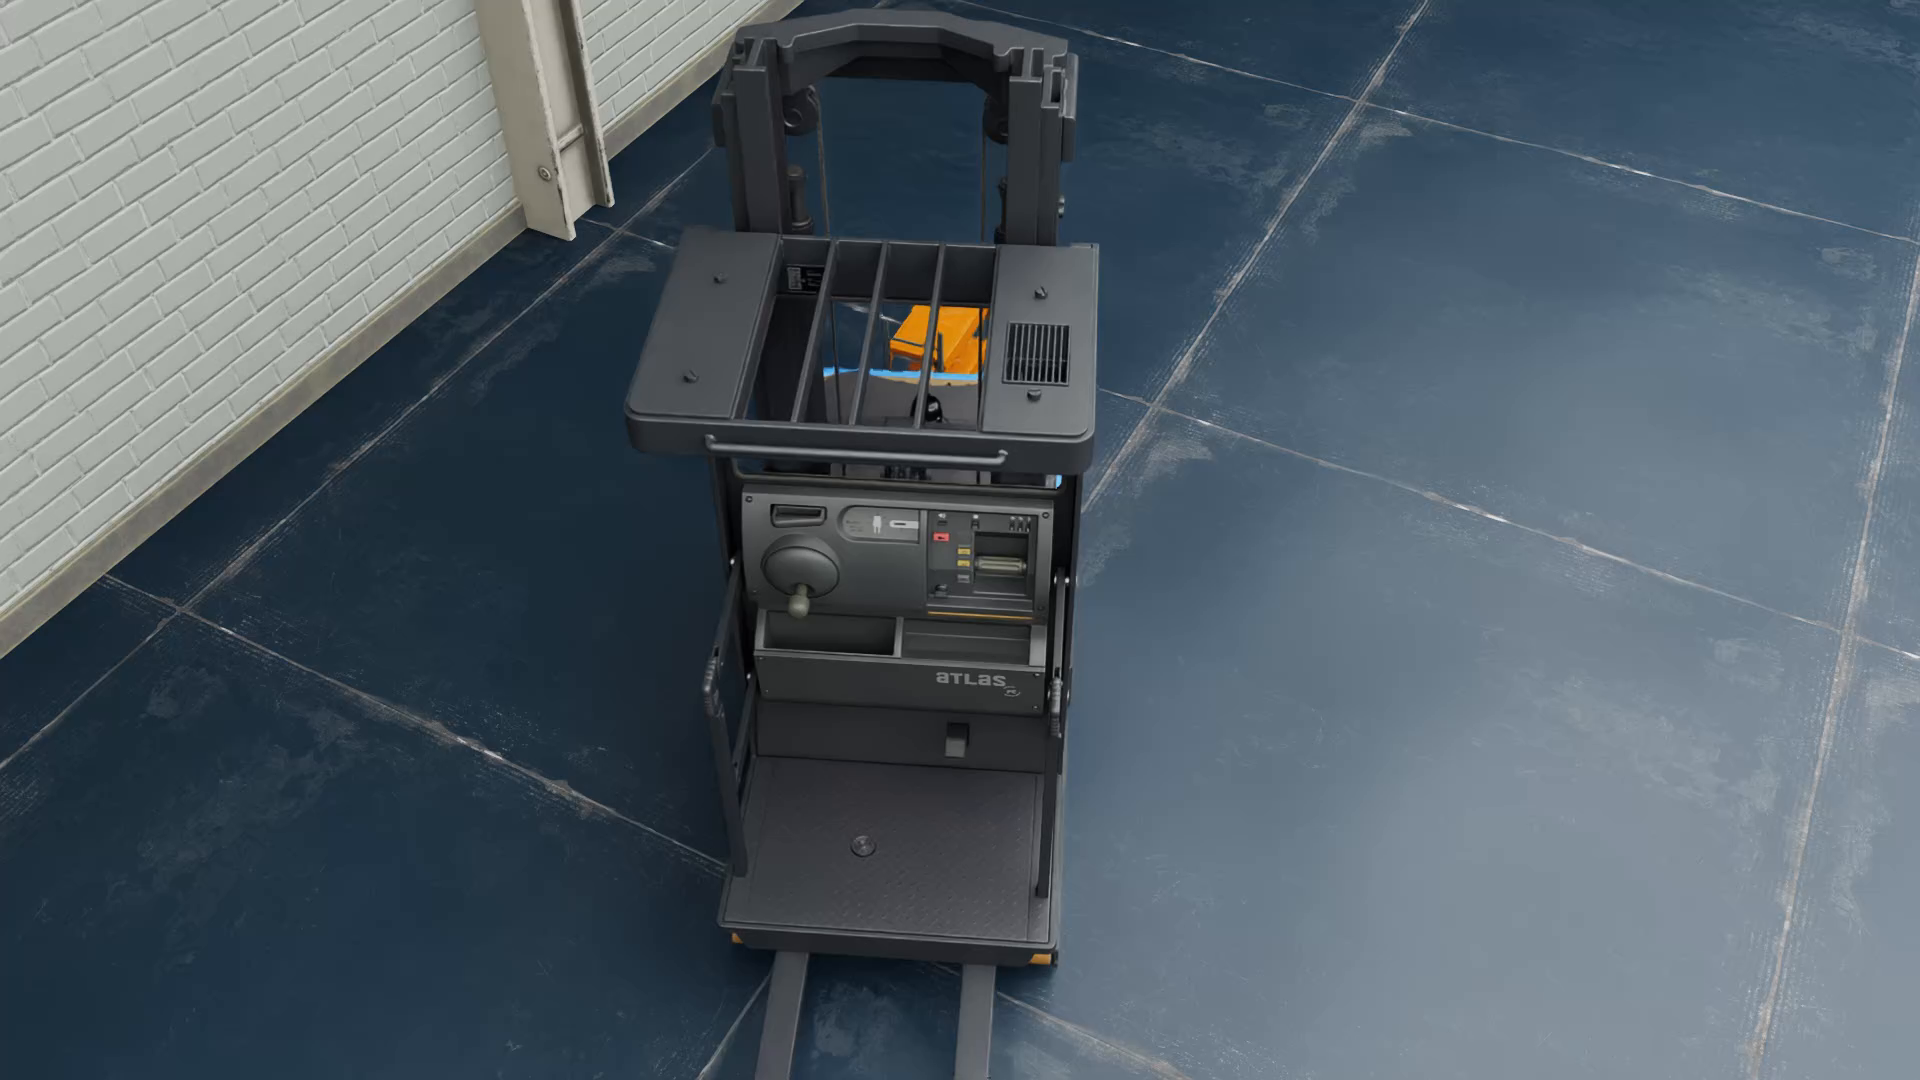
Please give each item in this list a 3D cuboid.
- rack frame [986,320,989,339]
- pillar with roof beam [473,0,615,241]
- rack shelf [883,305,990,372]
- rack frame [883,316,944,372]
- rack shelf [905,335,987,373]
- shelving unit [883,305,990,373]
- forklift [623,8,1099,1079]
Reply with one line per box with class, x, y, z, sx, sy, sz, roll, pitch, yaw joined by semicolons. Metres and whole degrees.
rack frame;0.018;-0.690;6.868;0.240;1.200;0.015;17;48;16
pillar with roof beam;1.765;-3.453;4.116;9.100;9.000;0.400;20;49;19
rack shelf;-0.078;-0.806;6.430;0.258;0.148;0.480;17;48;16
rack frame;-0.173;-0.370;6.552;0.240;1.200;0.015;17;48;16
rack shelf;-0.078;-0.640;6.599;0.258;0.148;0.480;17;48;16
shelving unit;-0.078;-0.530;6.710;0.258;1.200;0.503;17;48;16
forklift;-0.203;0.145;4.826;1.130;2.935;3.031;3;45;3
